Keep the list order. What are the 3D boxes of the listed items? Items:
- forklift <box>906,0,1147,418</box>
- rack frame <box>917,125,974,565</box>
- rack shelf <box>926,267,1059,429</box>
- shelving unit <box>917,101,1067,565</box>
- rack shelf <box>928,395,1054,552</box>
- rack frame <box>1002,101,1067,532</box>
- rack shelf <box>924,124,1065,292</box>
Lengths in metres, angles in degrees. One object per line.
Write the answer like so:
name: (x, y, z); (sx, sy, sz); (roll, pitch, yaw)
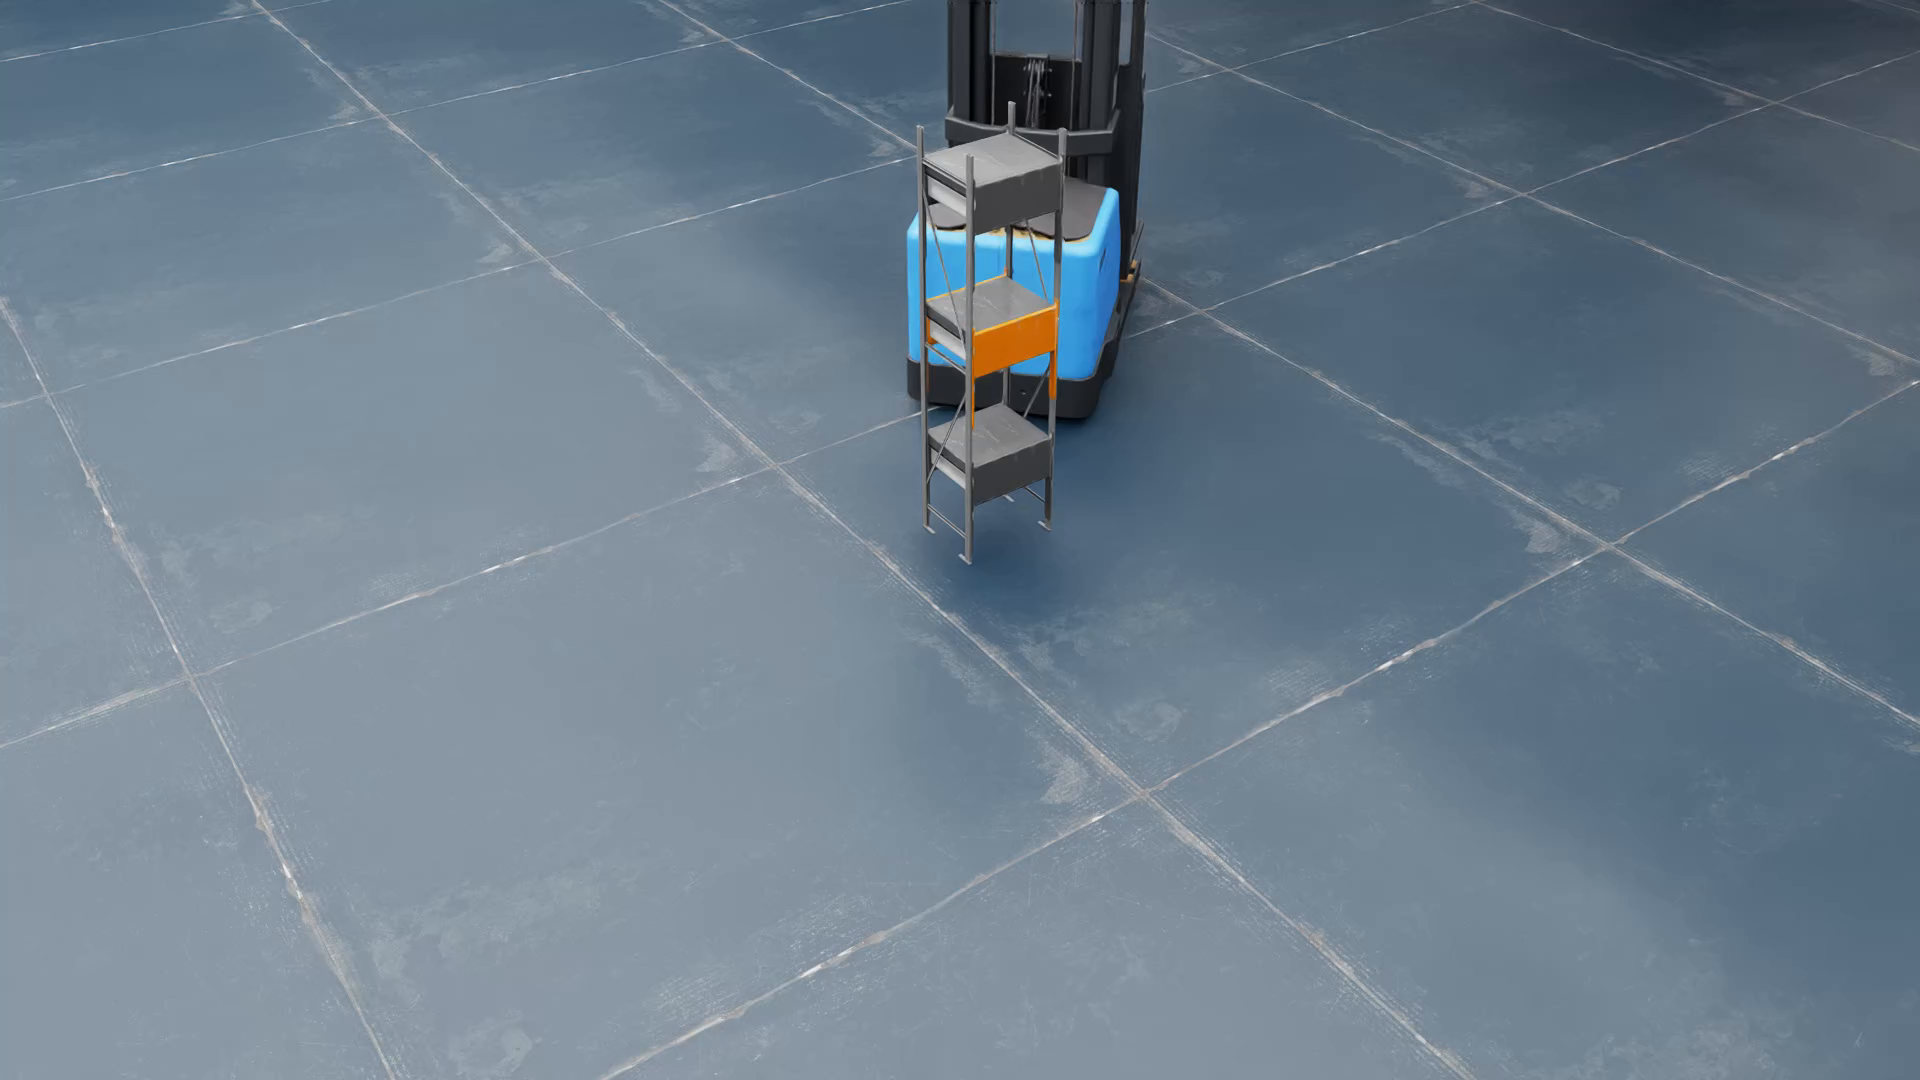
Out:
forklift: (0.524, -2.710, 9.508); (1.130, 2.935, 3.031); (7, 36, 10)
rack frame: (-0.064, -0.826, 7.600); (0.015, 2.100, 0.400); (-22, 41, -28)
rack shelf: (0.135, -0.897, 7.722); (0.480, 0.518, 0.431); (-22, 41, -28)
shelving unit: (0.135, -0.908, 7.714); (0.503, 2.100, 0.431); (-22, 41, -28)
rack shelf: (0.135, -0.329, 8.131); (0.480, 0.518, 0.431); (-22, 41, -28)
rack frame: (0.335, -0.990, 7.828); (0.015, 2.100, 0.400); (-22, 41, -28)
rack shelf: (0.135, -1.465, 7.314); (0.480, 0.518, 0.431); (-22, 41, -28)
